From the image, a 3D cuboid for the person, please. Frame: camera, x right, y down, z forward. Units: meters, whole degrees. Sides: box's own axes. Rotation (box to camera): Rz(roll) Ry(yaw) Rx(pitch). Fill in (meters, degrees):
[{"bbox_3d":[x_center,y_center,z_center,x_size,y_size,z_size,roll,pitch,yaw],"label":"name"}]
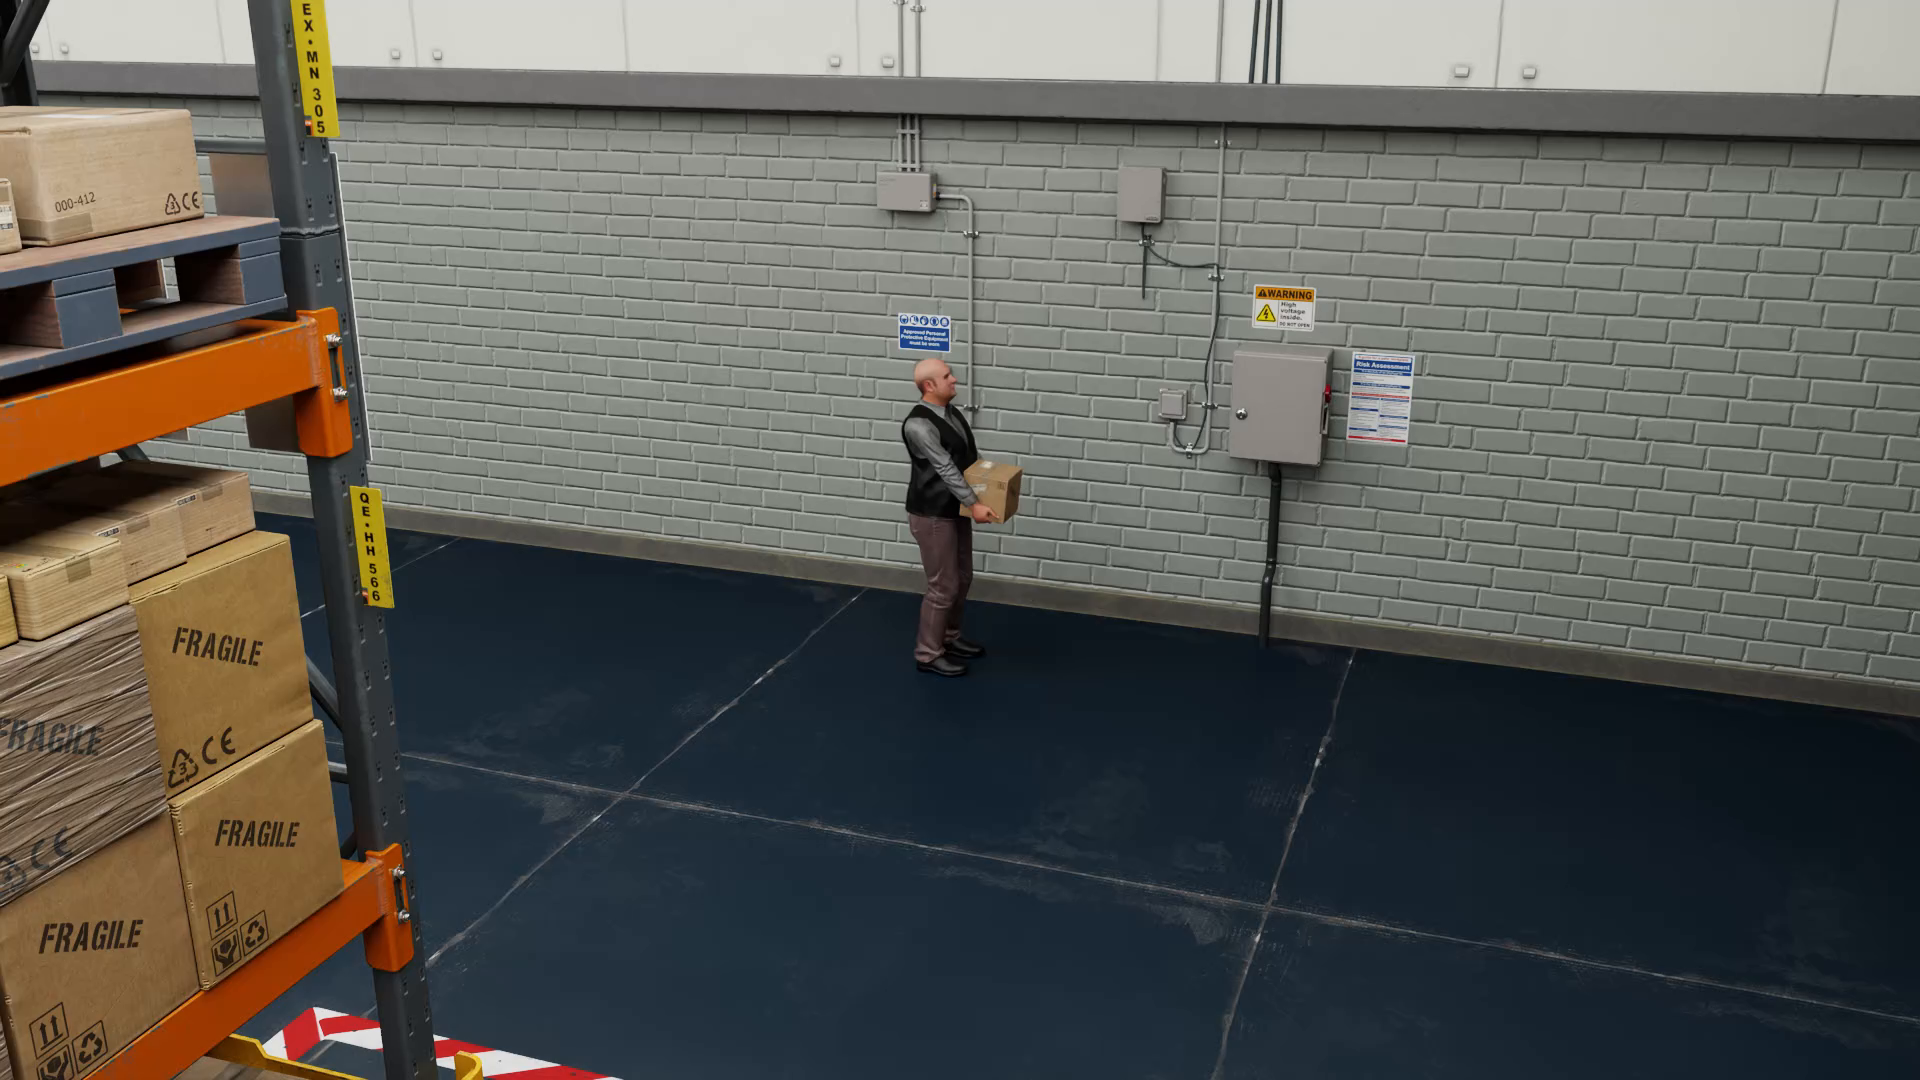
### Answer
[{"bbox_3d":[-0.006,-0.127,8.995,0.551,1.711,0.494,6,20,18],"label":"person"}]
